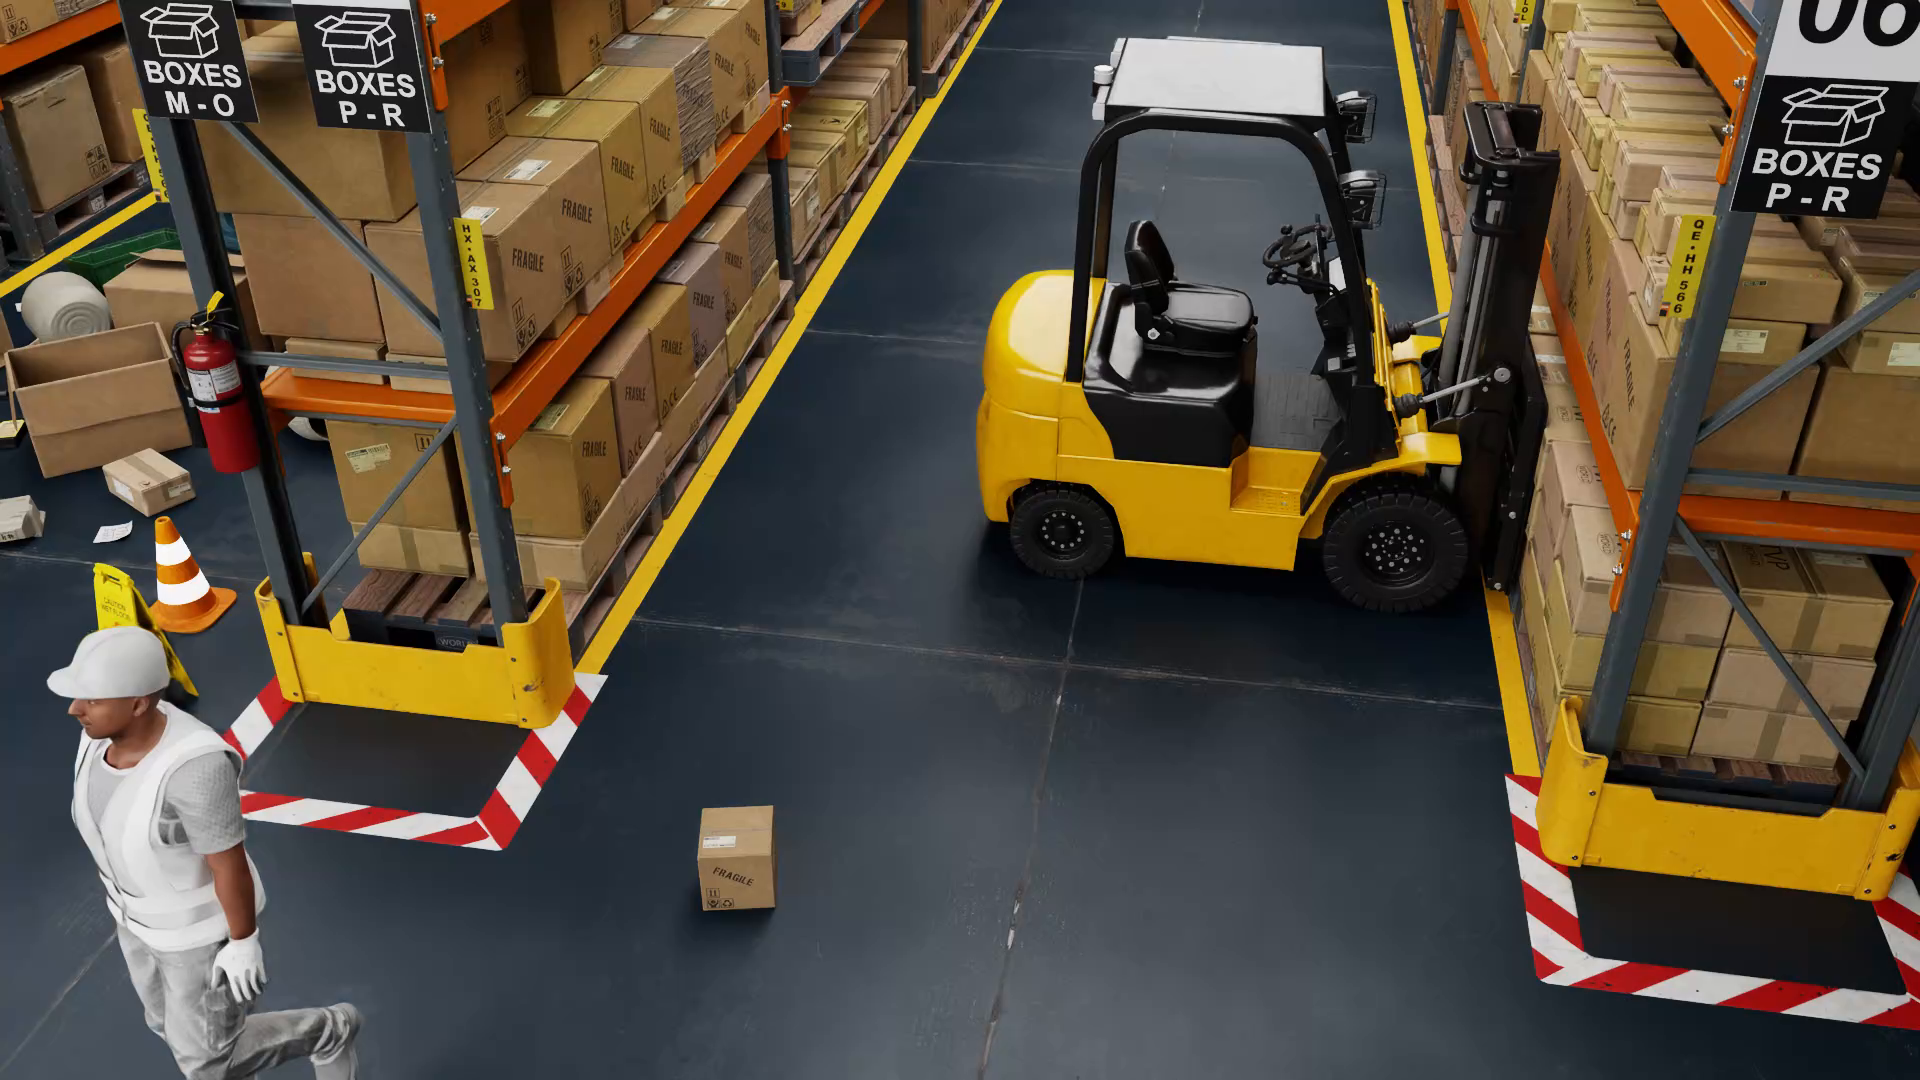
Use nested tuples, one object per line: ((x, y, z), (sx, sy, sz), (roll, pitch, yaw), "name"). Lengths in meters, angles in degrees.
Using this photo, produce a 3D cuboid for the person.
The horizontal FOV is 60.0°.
((-2.061, 0.982, 4.500), (0.578, 1.773, 0.584), (21, 38, 30), "person")
